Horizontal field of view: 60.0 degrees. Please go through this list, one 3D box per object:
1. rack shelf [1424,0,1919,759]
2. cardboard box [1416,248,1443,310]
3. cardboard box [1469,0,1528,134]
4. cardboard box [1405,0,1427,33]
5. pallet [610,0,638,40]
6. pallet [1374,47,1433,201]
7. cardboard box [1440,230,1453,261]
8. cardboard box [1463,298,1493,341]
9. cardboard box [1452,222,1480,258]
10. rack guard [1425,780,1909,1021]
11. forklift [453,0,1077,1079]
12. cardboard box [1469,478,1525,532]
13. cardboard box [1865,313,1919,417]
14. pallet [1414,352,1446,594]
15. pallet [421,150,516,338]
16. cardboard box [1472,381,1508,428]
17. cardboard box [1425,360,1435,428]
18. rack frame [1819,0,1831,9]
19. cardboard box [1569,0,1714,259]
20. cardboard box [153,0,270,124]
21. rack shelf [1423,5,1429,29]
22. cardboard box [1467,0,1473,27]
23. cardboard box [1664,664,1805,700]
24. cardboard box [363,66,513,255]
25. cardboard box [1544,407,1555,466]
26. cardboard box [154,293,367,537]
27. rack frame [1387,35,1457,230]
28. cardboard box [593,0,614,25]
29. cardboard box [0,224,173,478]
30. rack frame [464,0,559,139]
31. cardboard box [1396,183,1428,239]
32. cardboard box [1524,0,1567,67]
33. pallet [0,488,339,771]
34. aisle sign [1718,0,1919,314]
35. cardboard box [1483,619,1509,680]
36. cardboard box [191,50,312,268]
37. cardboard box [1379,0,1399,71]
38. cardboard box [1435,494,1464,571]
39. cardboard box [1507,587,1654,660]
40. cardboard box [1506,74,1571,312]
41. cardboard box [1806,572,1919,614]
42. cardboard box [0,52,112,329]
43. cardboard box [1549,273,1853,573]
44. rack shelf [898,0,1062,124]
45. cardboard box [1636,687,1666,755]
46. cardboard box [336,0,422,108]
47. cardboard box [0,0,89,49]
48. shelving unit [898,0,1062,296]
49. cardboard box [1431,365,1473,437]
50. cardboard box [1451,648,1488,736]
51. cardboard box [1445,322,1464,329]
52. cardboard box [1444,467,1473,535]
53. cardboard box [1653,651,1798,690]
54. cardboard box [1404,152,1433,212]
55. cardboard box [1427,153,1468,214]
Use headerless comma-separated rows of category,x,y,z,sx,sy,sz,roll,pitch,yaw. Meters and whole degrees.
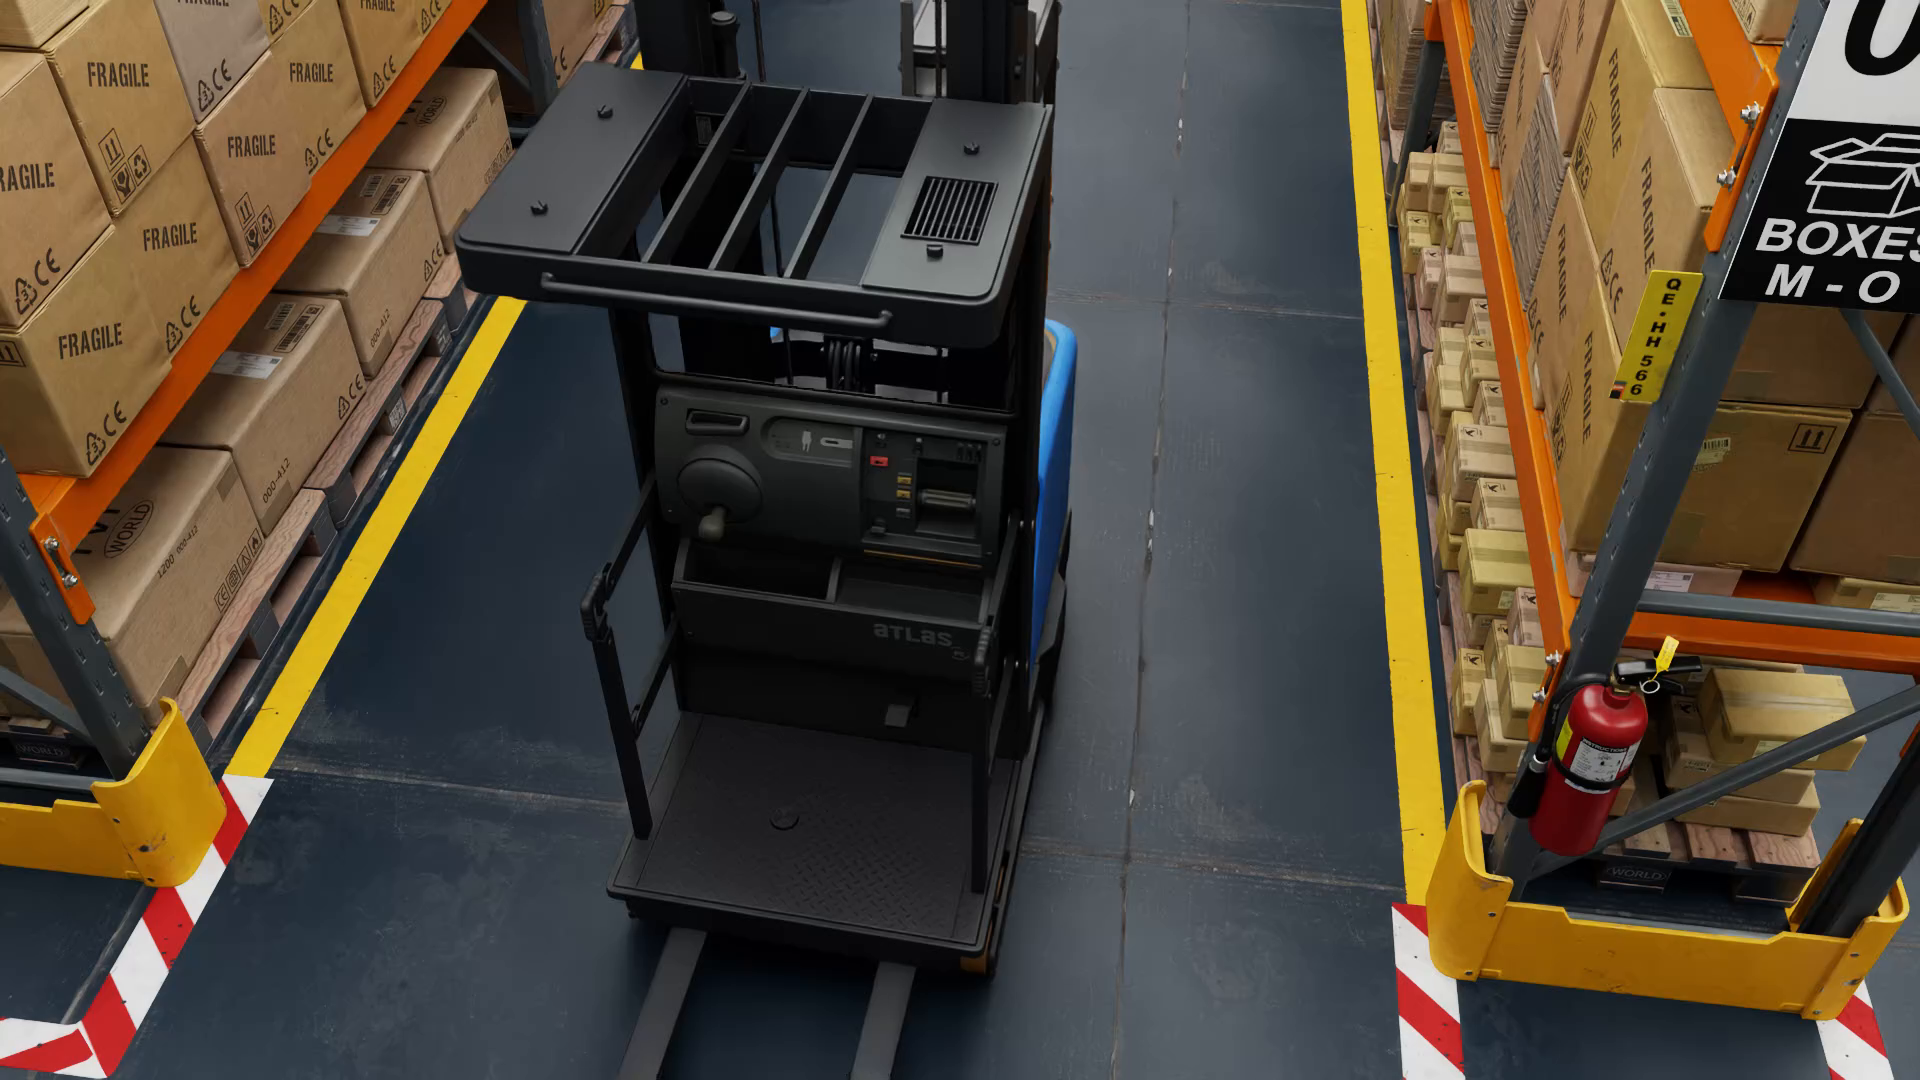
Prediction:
rack shelf,2.247,-0.920,5.563,1.077,0.370,4.000,5,44,6
cardboard box,2.129,-1.087,6.984,0.380,0.149,0.250,5,44,5
cardboard box,2.036,-1.696,5.570,0.500,0.500,0.500,4,44,5
cardboard box,2.360,-2.592,7.773,0.500,0.250,0.500,4,44,4
pallet,-2.222,-3.279,9.559,1.003,0.211,1.213,5,44,6
pallet,2.613,-2.062,8.274,1.003,0.211,1.213,5,44,6
cardboard box,2.206,-1.201,6.889,0.380,0.149,0.250,5,44,5
cardboard box,2.100,-0.763,6.210,0.380,0.149,0.250,4,44,4
cardboard box,2.169,-1.122,6.589,0.380,0.149,0.250,4,44,4
rack guard,1.993,1.038,4.790,1.175,0.500,0.348,5,44,6
forklift,-0.383,-0.070,4.192,1.130,2.935,3.031,7,44,8
cardboard box,1.897,-0.060,5.467,0.380,0.149,0.250,4,44,4
cardboard box,2.305,-0.607,3.693,0.500,0.500,0.500,5,44,5
pallet,2.299,-0.237,6.346,1.003,0.211,1.213,5,44,6
pallet,-2.586,-1.401,7.576,1.003,0.211,1.213,5,44,6
cardboard box,2.022,-0.417,5.845,0.380,0.149,0.250,4,44,4
cardboard box,2.014,-0.554,6.422,0.380,0.149,0.250,4,44,4
rack frame,1.983,-1.996,1.813,1.000,3.000,0.127,5,44,6
cardboard box,1.864,-1.005,4.113,0.500,0.500,0.500,4,44,4
cardboard box,-2.469,-1.604,4.962,0.500,0.500,0.500,5,44,5
rack shelf,2.776,-3.646,8.442,1.077,0.370,4.000,5,44,6
cardboard box,2.189,-2.106,6.476,0.380,0.149,0.250,6,44,7
cardboard box,2.399,0.442,5.154,0.380,0.149,0.250,5,44,5
cardboard box,-2.598,-1.729,7.452,0.875,0.438,0.875,5,44,5
cardboard box,1.834,-0.313,4.581,0.380,0.149,0.250,5,44,5
cardboard box,-2.836,-0.504,6.159,0.875,0.438,0.875,6,44,7
rack frame,2.512,-2.544,6.755,1.000,3.000,0.127,5,44,6
cardboard box,-2.294,-3.352,8.848,0.875,0.875,0.875,6,44,7
cardboard box,-2.589,-0.536,4.562,0.500,0.500,0.500,5,44,5
rack frame,-2.408,-2.925,7.157,1.000,3.000,0.127,5,44,6
cardboard box,2.145,-1.442,7.360,0.380,0.149,0.250,3,44,4
cardboard box,1.990,-1.721,4.870,0.500,0.500,0.500,4,44,4
pallet,-2.909,0.262,5.820,1.003,0.211,1.213,5,44,6
aisle sign,1.676,-0.739,2.958,0.394,0.787,0.004,5,44,6
cardboard box,1.858,0.398,5.200,0.380,0.149,0.250,4,44,5
cardboard box,-2.465,-1.228,5.293,0.500,0.500,0.500,5,44,5
cardboard box,2.428,-2.666,8.396,0.500,0.500,0.500,4,44,5
cardboard box,1.891,-0.018,5.856,0.380,0.149,0.250,3,44,4
cardboard box,1.892,0.299,5.088,0.380,0.149,0.250,6,44,6
cardboard box,1.918,-0.989,4.823,0.500,0.500,0.500,5,44,6
cardboard box,2.351,0.082,4.164,0.380,0.149,0.250,5,44,5
cardboard box,-2.591,-0.899,4.218,0.500,0.500,0.500,4,44,5
cardboard box,1.787,-0.292,4.087,0.500,0.500,0.500,6,44,6
rack shelf,0.070,-1.453,5.259,0.431,0.518,0.480,7,44,8
cardboard box,2.323,0.551,5.254,0.380,0.149,0.250,5,44,5
cardboard box,-2.331,-1.927,6.031,0.500,0.500,0.500,5,44,5
cardboard box,-2.504,-1.402,4.278,0.380,0.149,0.250,6,44,7
shelving unit,0.070,-0.954,5.731,0.431,2.100,0.503,7,44,8
cardboard box,1.954,-0.500,6.148,0.380,0.149,0.250,6,44,6
cardboard box,1.779,0.503,5.305,0.380,0.149,0.250,6,44,7
cardboard box,2.107,-0.832,6.499,0.380,0.149,0.250,7,44,7
cardboard box,1.892,-0.137,5.765,0.380,0.149,0.250,6,44,6
cardboard box,2.306,0.324,5.062,0.380,0.149,0.250,6,44,6
cardboard box,2.147,-1.551,7.258,0.380,0.149,0.250,7,44,7
cardboard box,2.166,-1.479,6.966,0.380,0.149,0.250,7,44,8
